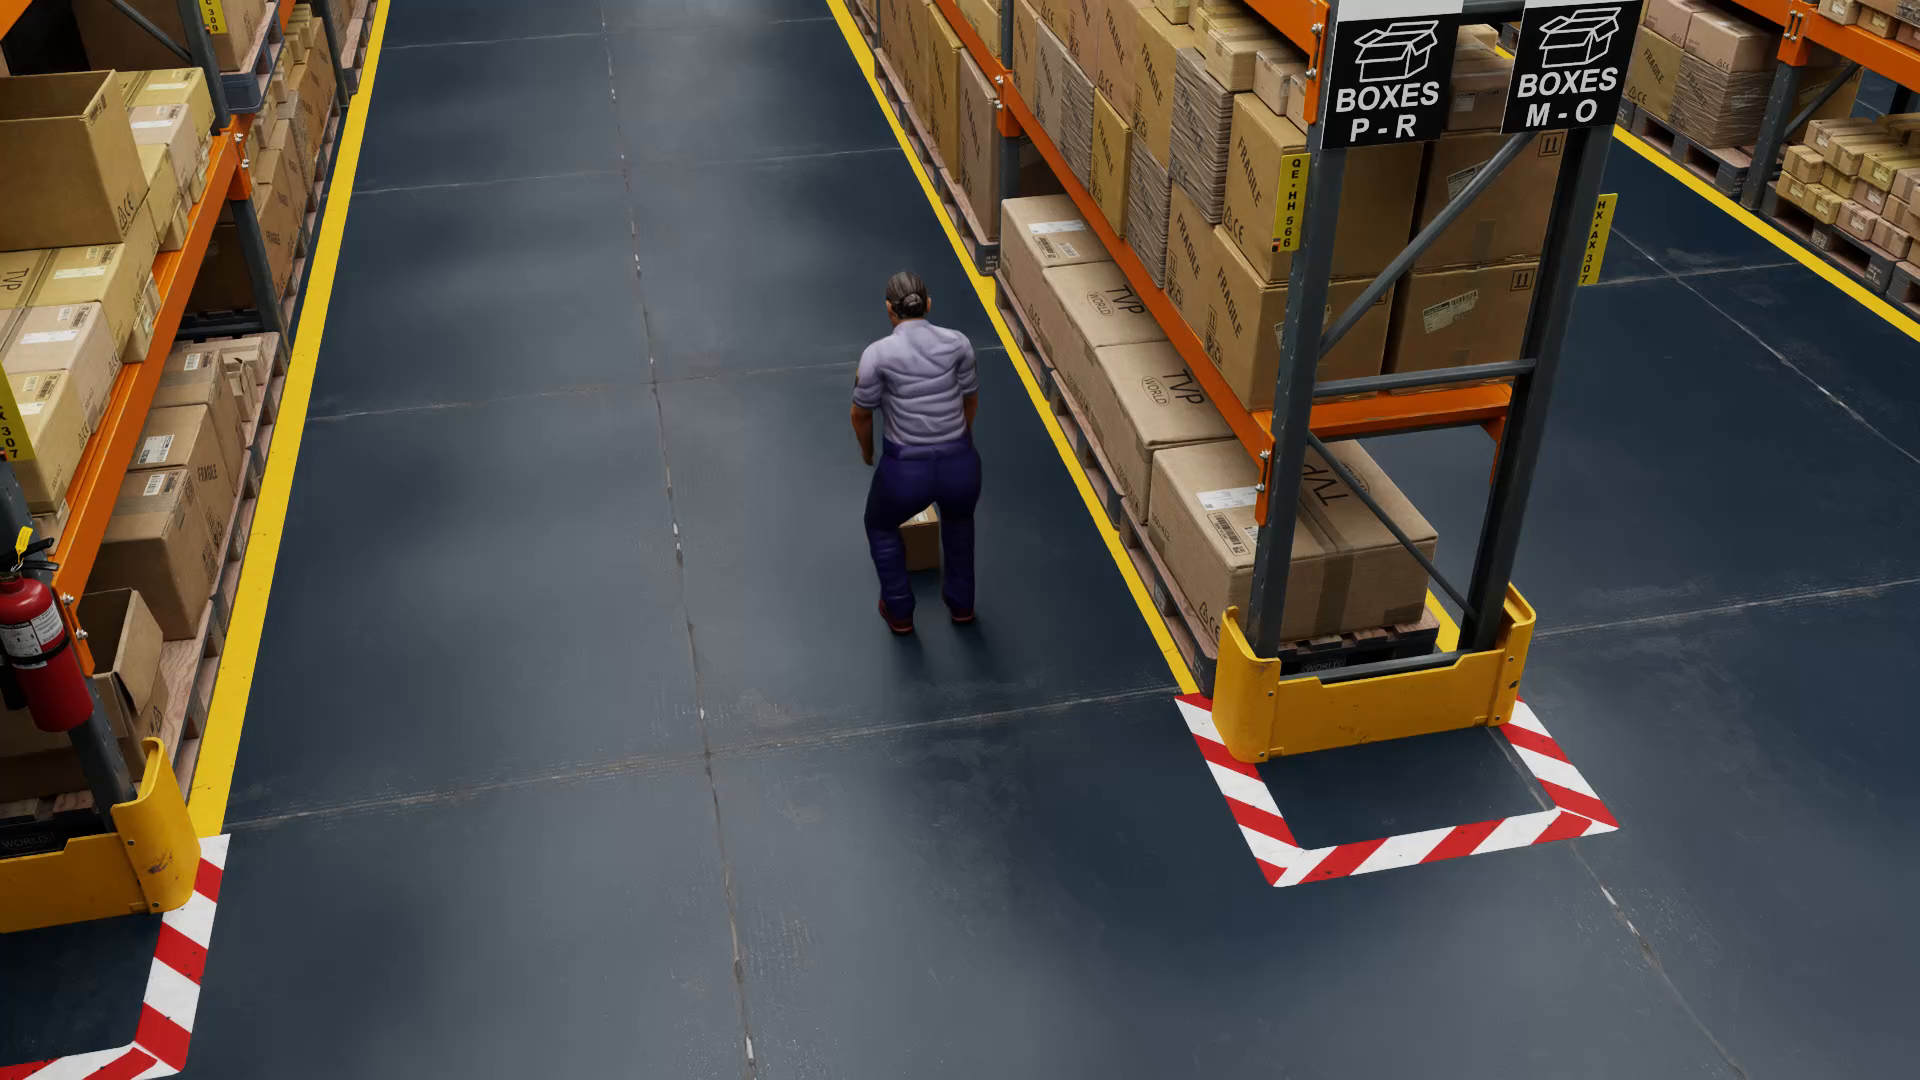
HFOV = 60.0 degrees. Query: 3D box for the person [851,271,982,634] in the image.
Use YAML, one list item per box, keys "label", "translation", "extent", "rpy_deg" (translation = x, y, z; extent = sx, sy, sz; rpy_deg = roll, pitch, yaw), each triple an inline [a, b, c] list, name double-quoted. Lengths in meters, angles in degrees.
- label: "person"
  translation: [-0.171, -0.309, 6.722]
  extent: [0.519, 1.528, 0.507]
  rpy_deg: [-7, 35, -10]
